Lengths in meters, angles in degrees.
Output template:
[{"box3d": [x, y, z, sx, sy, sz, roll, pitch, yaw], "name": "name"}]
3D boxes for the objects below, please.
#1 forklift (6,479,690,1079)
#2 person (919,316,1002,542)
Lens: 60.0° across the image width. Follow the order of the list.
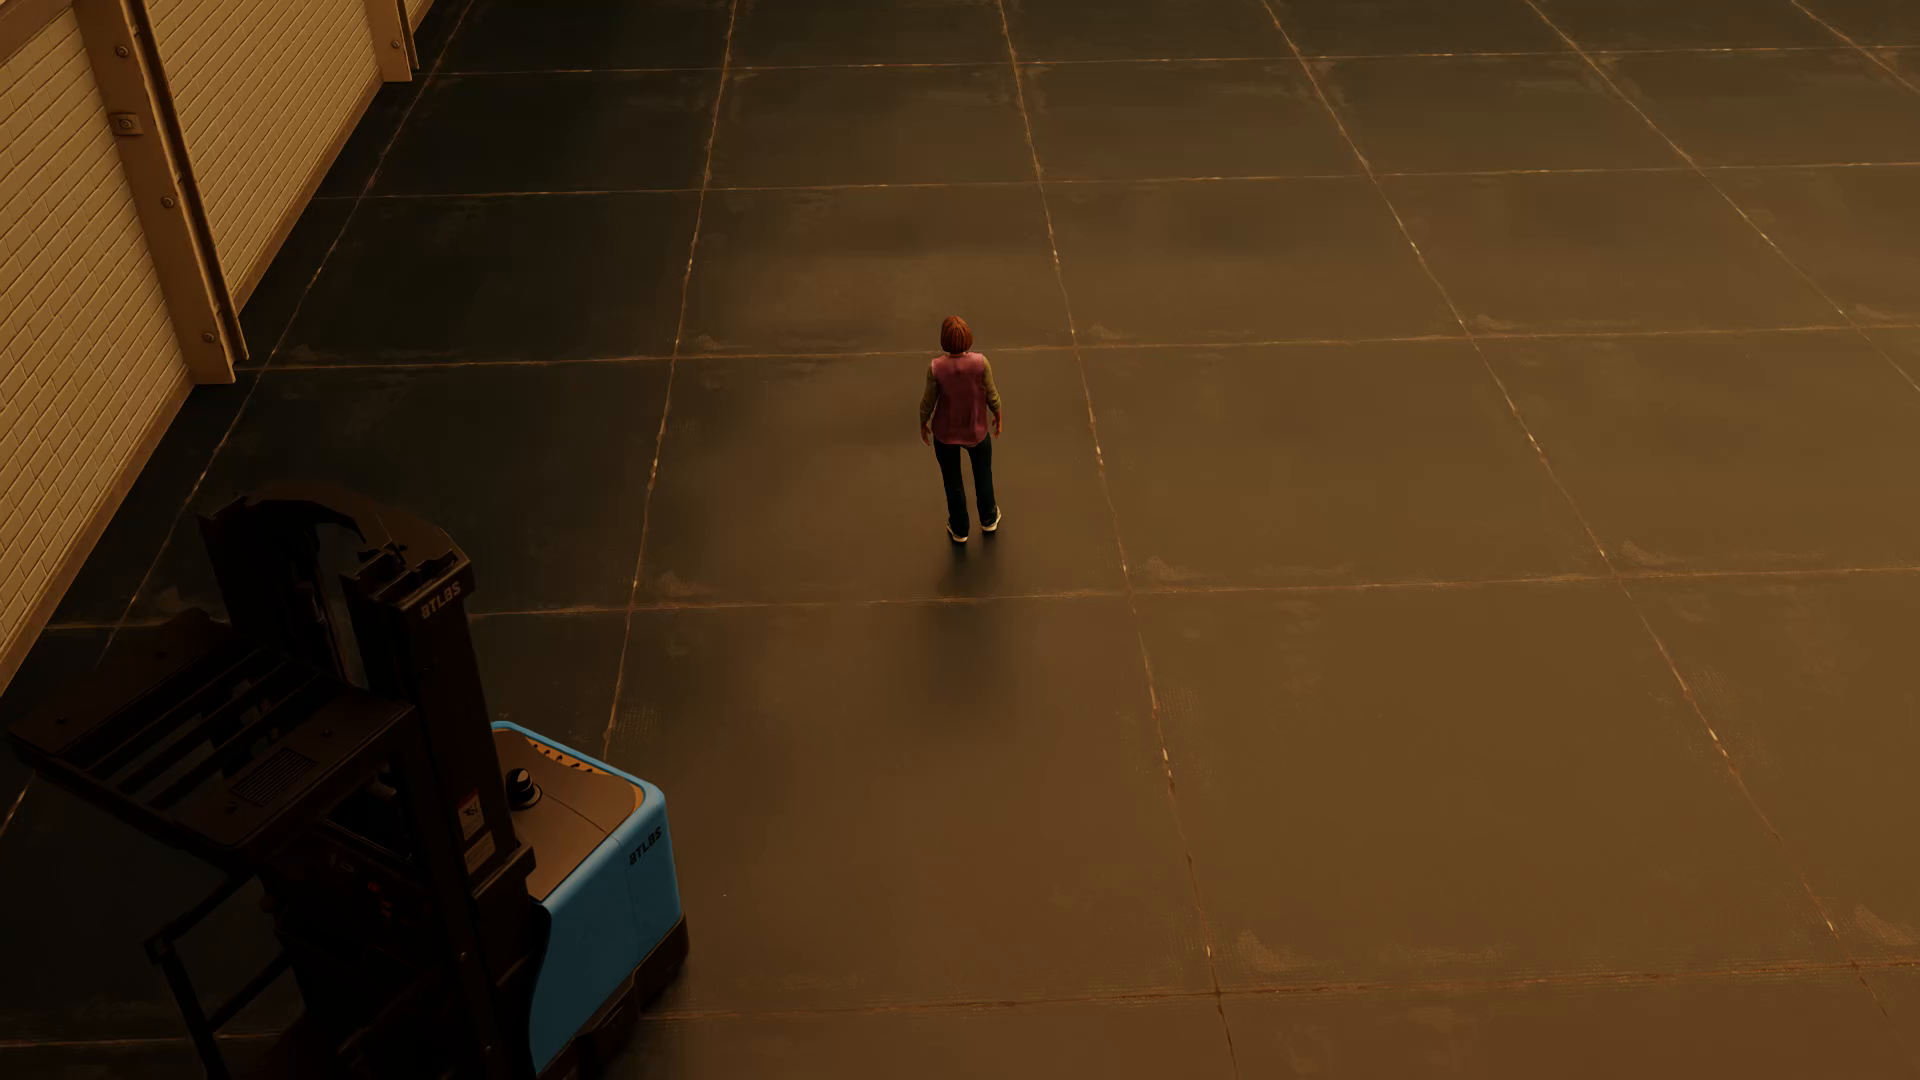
[{"box3d": [-2.430, 1.377, 6.120, 1.130, 2.935, 3.031, 19, 40, 24], "name": "forklift"}, {"box3d": [0.011, -0.695, 10.085, 0.520, 1.597, 0.476, -2, 36, -2], "name": "person"}]
